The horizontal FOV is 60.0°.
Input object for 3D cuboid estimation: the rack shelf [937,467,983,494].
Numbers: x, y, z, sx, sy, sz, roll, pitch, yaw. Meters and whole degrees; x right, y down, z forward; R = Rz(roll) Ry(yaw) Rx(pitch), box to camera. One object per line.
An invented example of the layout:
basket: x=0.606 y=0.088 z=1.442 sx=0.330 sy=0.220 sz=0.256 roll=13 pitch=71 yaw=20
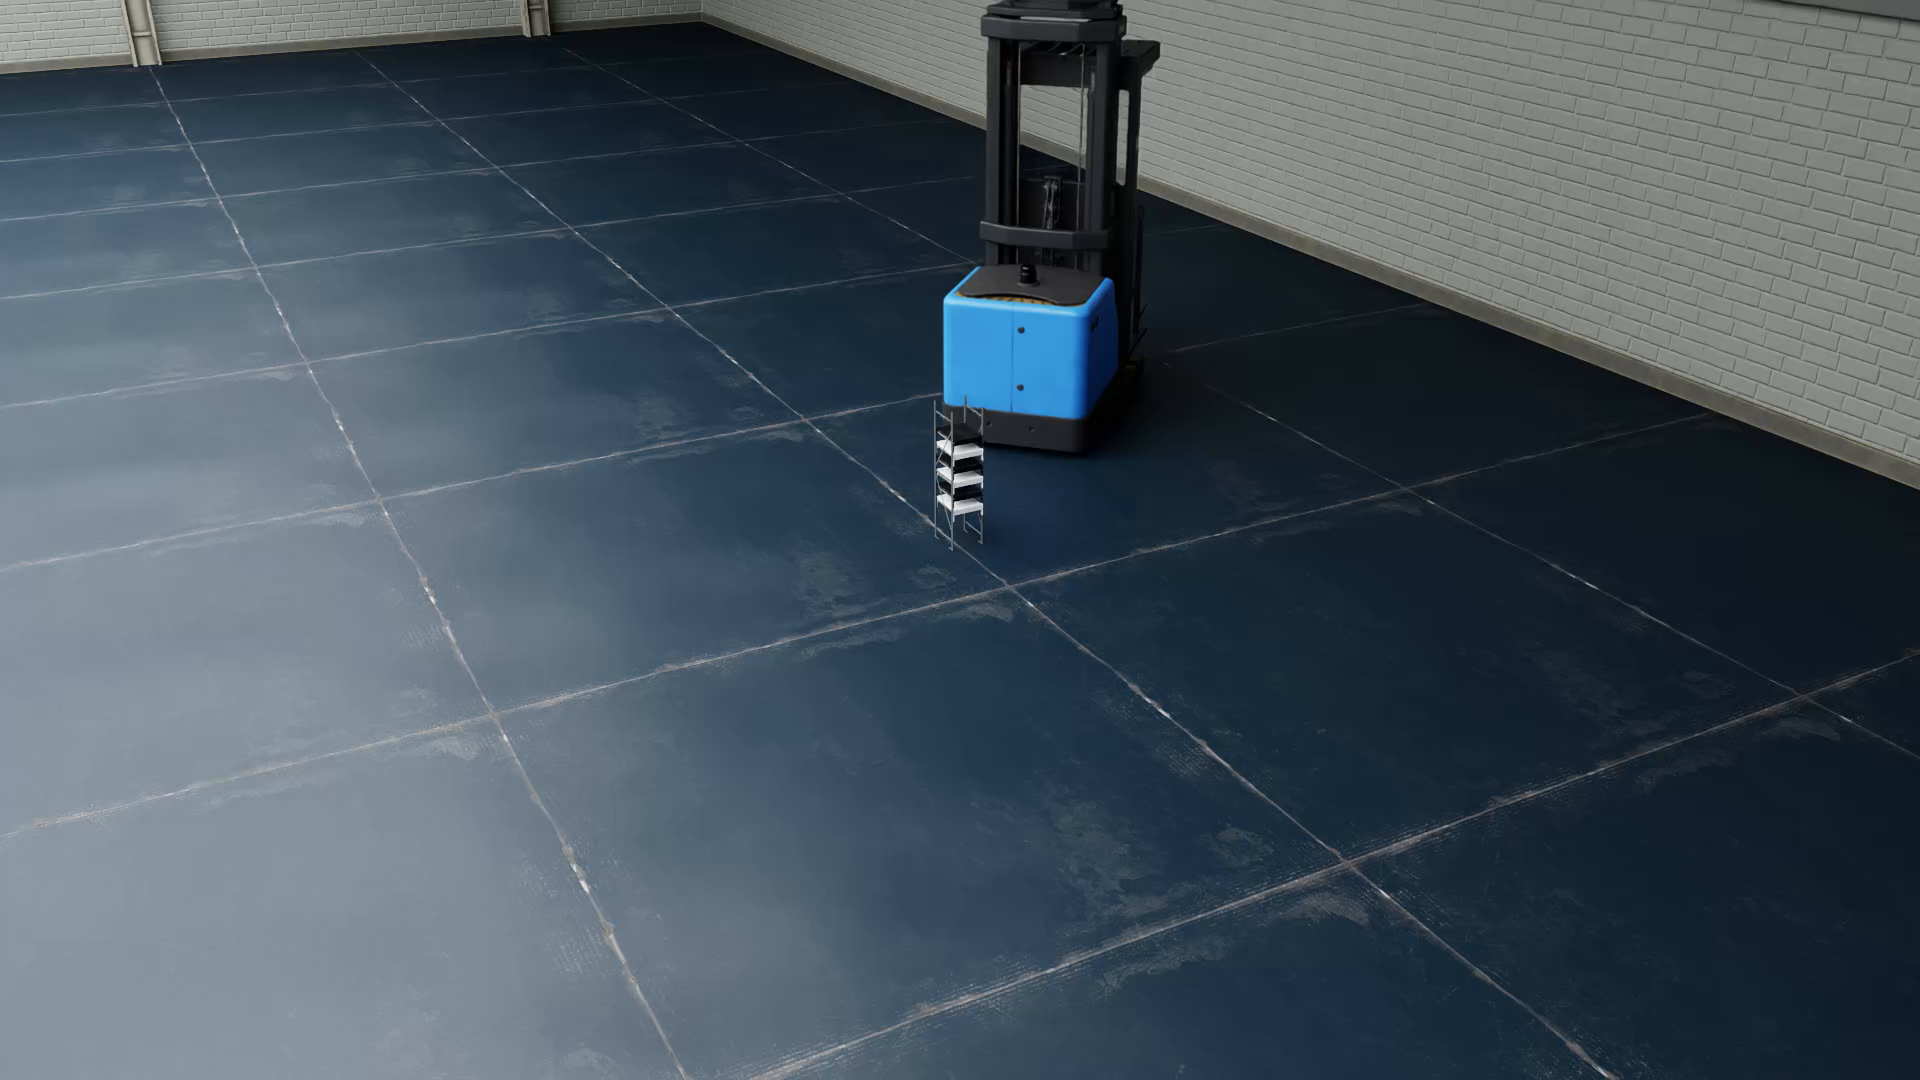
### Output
rack shelf: x=-0.007 y=-0.374 z=10.066 sx=0.200 sy=0.077 sz=0.258 roll=-13 pitch=29 yaw=-25

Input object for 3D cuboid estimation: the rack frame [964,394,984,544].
rack frame: x=0.083 y=-0.425 z=10.095 sx=0.006 sy=0.900 sz=0.240 roll=-13 pitch=29 yaw=-25

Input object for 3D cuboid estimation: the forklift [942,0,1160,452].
forklift: x=0.793 y=-2.535 z=12.143 sx=1.130 sy=2.935 sz=3.031 roll=8 pitch=27 yaw=15

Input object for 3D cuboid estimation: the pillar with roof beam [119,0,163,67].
pillar with roof beam: x=-10.369 y=-9.671 z=19.997 sx=0.400 sy=9.000 sz=9.100 roll=-13 pitch=29 yaw=-25

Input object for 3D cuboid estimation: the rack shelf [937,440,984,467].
rack shelf: x=-0.007 y=-0.536 z=9.988 sx=0.200 sy=0.077 sz=0.258 roll=-13 pitch=29 yaw=-25

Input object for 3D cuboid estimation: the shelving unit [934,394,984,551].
shelving unit: x=-0.007 y=-0.404 z=10.052 sx=0.210 sy=0.900 sz=0.258 roll=-13 pitch=29 yaw=-25

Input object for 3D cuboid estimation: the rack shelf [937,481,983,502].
rack shelf: x=-0.007 y=-0.293 z=10.105 sx=0.200 sy=0.077 sz=0.258 roll=-13 pitch=29 yaw=-25

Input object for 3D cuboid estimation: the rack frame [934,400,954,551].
rack frame: x=-0.097 y=-0.383 z=10.009 sx=0.006 sy=0.900 sz=0.240 roll=-13 pitch=29 yaw=-25

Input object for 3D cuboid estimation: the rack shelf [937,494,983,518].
rack shelf: x=-0.007 y=-0.212 z=10.144 sx=0.200 sy=0.077 sz=0.258 roll=-13 pitch=29 yaw=-25

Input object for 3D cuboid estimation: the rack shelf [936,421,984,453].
rack shelf: x=-0.007 y=-0.617 z=9.949 sx=0.200 sy=0.077 sz=0.258 roll=-13 pitch=29 yaw=-25

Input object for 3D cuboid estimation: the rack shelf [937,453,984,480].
rack shelf: x=-0.007 y=-0.455 z=10.027 sx=0.200 sy=0.077 sz=0.258 roll=-13 pitch=29 yaw=-25

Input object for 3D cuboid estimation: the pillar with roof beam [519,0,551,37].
pillar with roof beam: x=-5.075 y=-10.893 z=22.542 sx=0.400 sy=9.000 sz=9.100 roll=-13 pitch=29 yaw=-25
